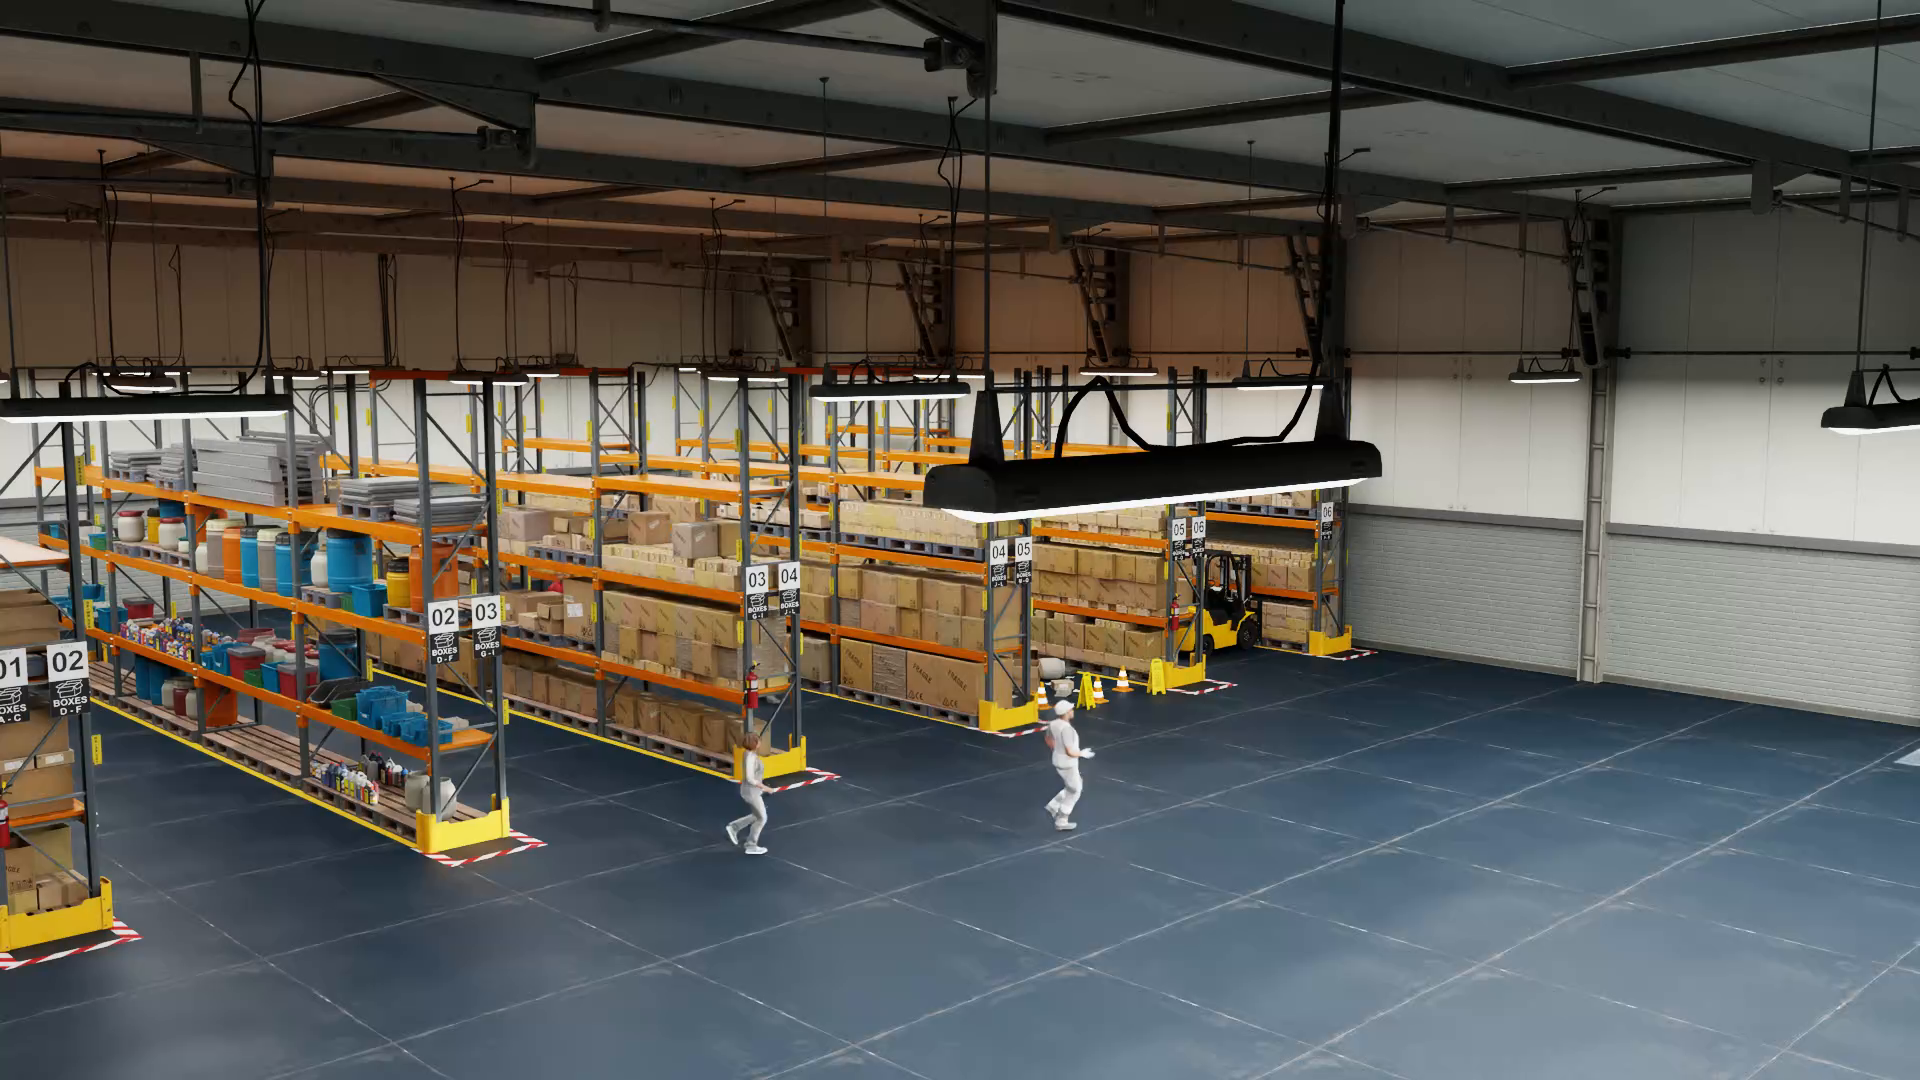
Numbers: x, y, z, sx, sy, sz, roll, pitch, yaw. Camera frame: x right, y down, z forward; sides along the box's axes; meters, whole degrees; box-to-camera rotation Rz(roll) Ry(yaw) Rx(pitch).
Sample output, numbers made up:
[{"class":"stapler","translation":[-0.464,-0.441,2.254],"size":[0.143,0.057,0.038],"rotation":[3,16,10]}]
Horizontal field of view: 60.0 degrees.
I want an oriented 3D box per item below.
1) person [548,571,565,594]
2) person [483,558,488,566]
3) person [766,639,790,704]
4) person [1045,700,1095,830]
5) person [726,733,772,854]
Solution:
[{"class":"person","translation":[-8.389,1.485,35.252],"size":[0.669,1.708,1.042],"rotation":[-6,9,-41]},{"class":"person","translation":[-11.527,0.958,40.345],"size":[0.671,1.682,0.769],"rotation":[-3,7,-26]},{"class":"person","translation":[-3.354,2.086,29.966],"size":[0.592,1.736,0.640],"rotation":[6,9,42]},{"class":"person","translation":[1.442,2.975,22.054],"size":[0.598,1.740,0.648],"rotation":[-2,7,-15]},{"class":"person","translation":[-2.663,3.196,20.970],"size":[0.575,1.551,0.589],"rotation":[-1,7,-13]}]
